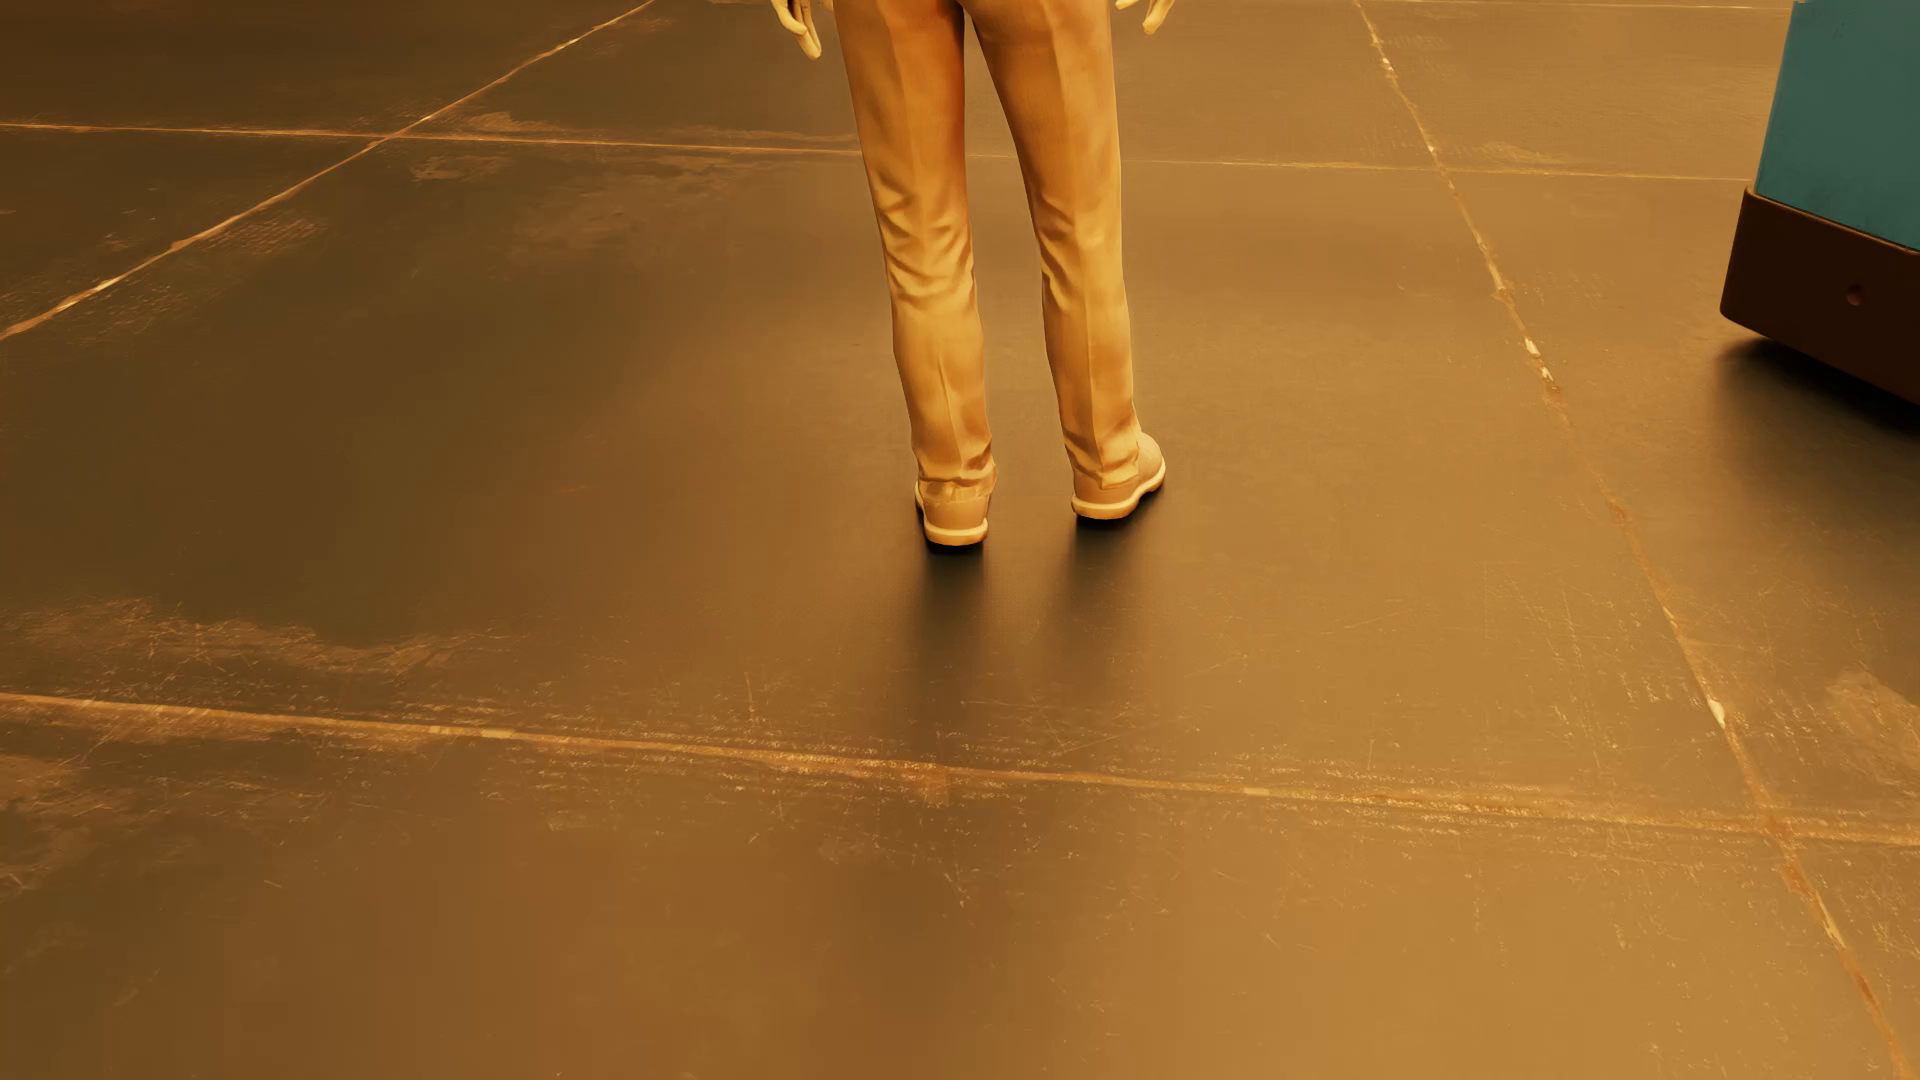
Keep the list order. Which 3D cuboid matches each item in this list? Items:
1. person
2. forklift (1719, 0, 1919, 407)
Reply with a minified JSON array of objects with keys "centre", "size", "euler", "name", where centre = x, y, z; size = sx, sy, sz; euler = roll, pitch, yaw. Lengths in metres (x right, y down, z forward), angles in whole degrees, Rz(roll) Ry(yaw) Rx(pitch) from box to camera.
[{"centre":[0.016,-0.795,2.179],"size":[0.587,1.694,0.530],"euler":[3,27,7],"name":"person"},{"centre":[3.045,-1.682,2.587],"size":[3.031,2.935,1.130],"euler":[-8,28,-15],"name":"forklift"}]
